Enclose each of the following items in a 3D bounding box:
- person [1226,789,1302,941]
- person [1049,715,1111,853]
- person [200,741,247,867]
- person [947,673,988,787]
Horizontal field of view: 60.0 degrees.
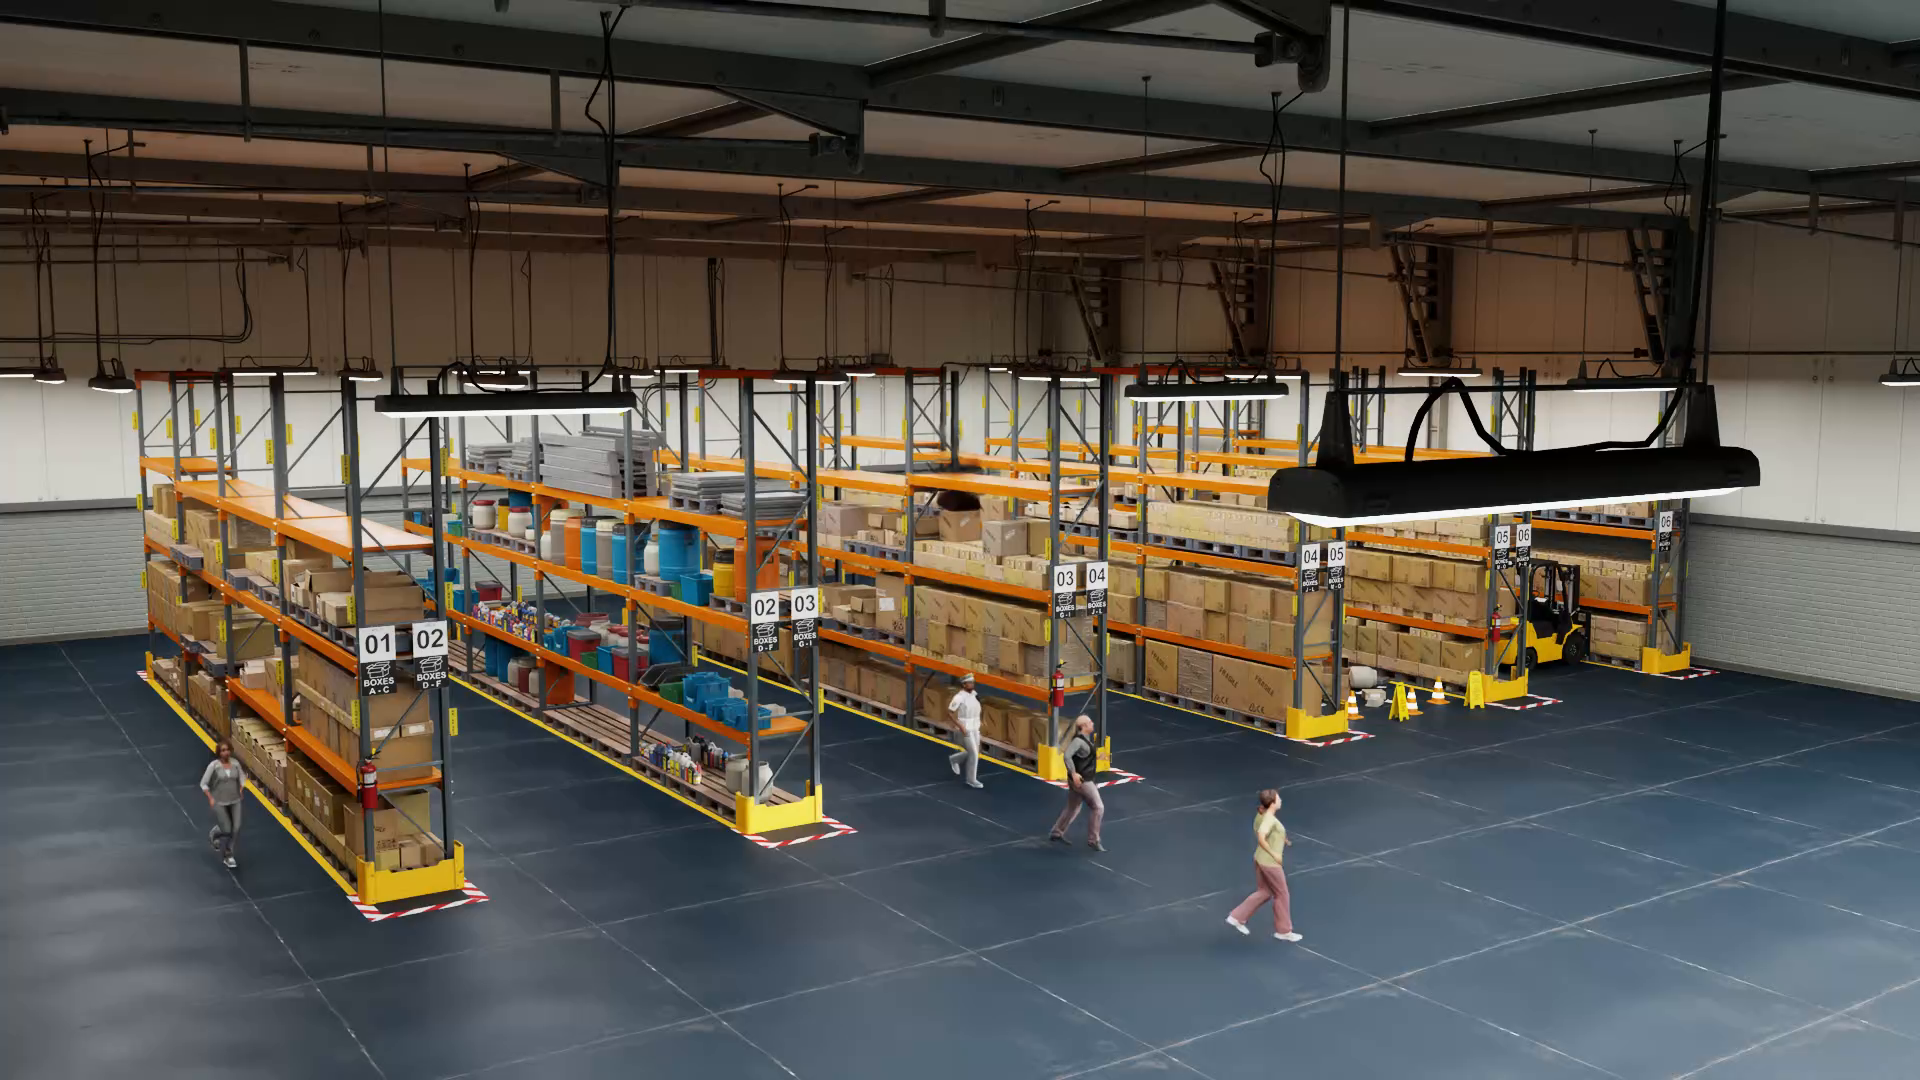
[{"bbox_3d":[3.286,3.493,17.849,0.831,1.672,0.580,-1,7,-9],"label":"person"},{"bbox_3d":[1.533,3.105,21.161,0.783,1.780,0.642,-1,6,-4],"label":"person"},{"bbox_3d":[-9.089,3.255,20.578,0.538,1.548,0.549,-6,9,-42],"label":"person"},{"bbox_3d":[0.067,2.754,24.396,0.723,1.663,0.611,6,9,43],"label":"person"}]
